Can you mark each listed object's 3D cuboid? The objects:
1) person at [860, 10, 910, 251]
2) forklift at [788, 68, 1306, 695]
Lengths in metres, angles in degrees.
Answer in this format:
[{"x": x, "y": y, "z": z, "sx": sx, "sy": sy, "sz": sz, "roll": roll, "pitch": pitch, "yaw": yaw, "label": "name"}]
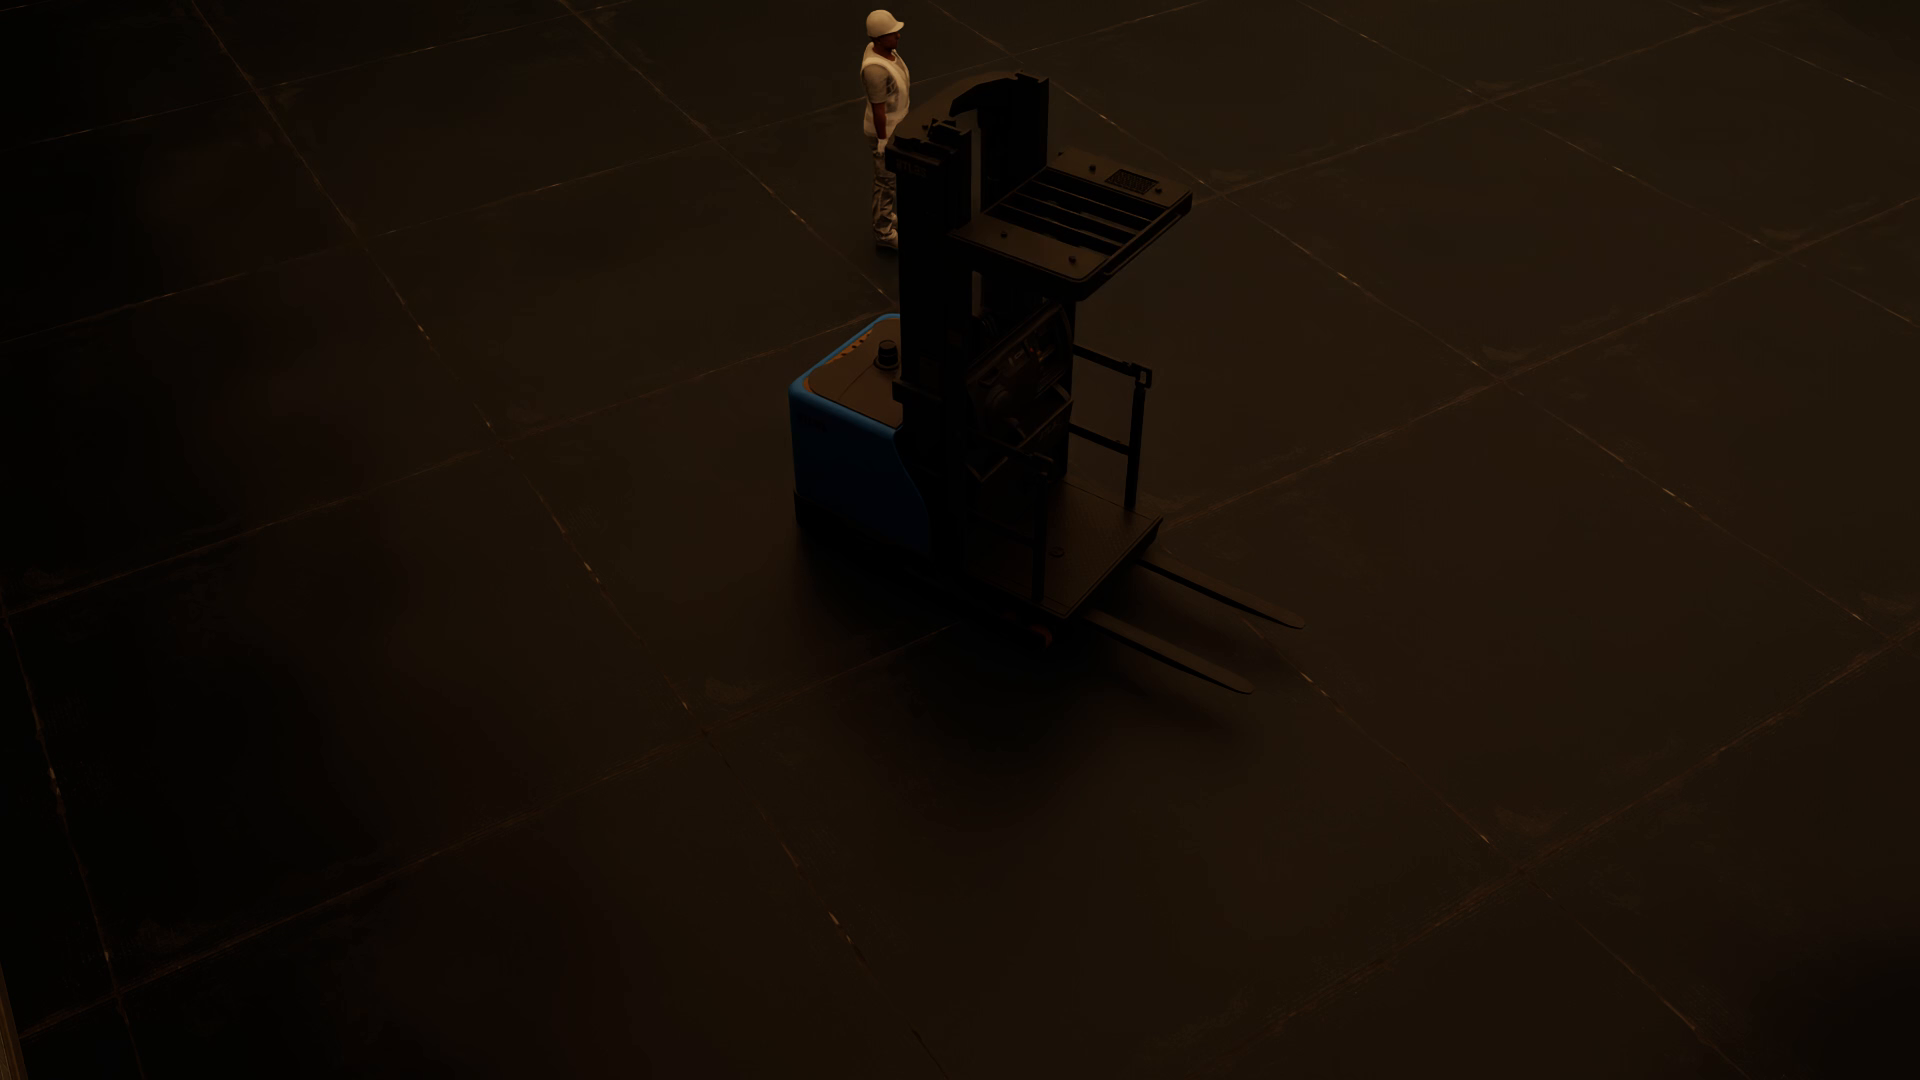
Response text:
[{"x": -0.522, "y": -3.021, "z": 12.198, "sx": 0.374, "sy": 1.790, "sz": 0.539, "roll": 1, "pitch": 41, "yaw": 1, "label": "person"}, {"x": 0.496, "y": -0.872, "z": 8.869, "sx": 3.031, "sy": 2.935, "sz": 1.130, "roll": 25, "pitch": 47, "yaw": 26, "label": "forklift"}]
